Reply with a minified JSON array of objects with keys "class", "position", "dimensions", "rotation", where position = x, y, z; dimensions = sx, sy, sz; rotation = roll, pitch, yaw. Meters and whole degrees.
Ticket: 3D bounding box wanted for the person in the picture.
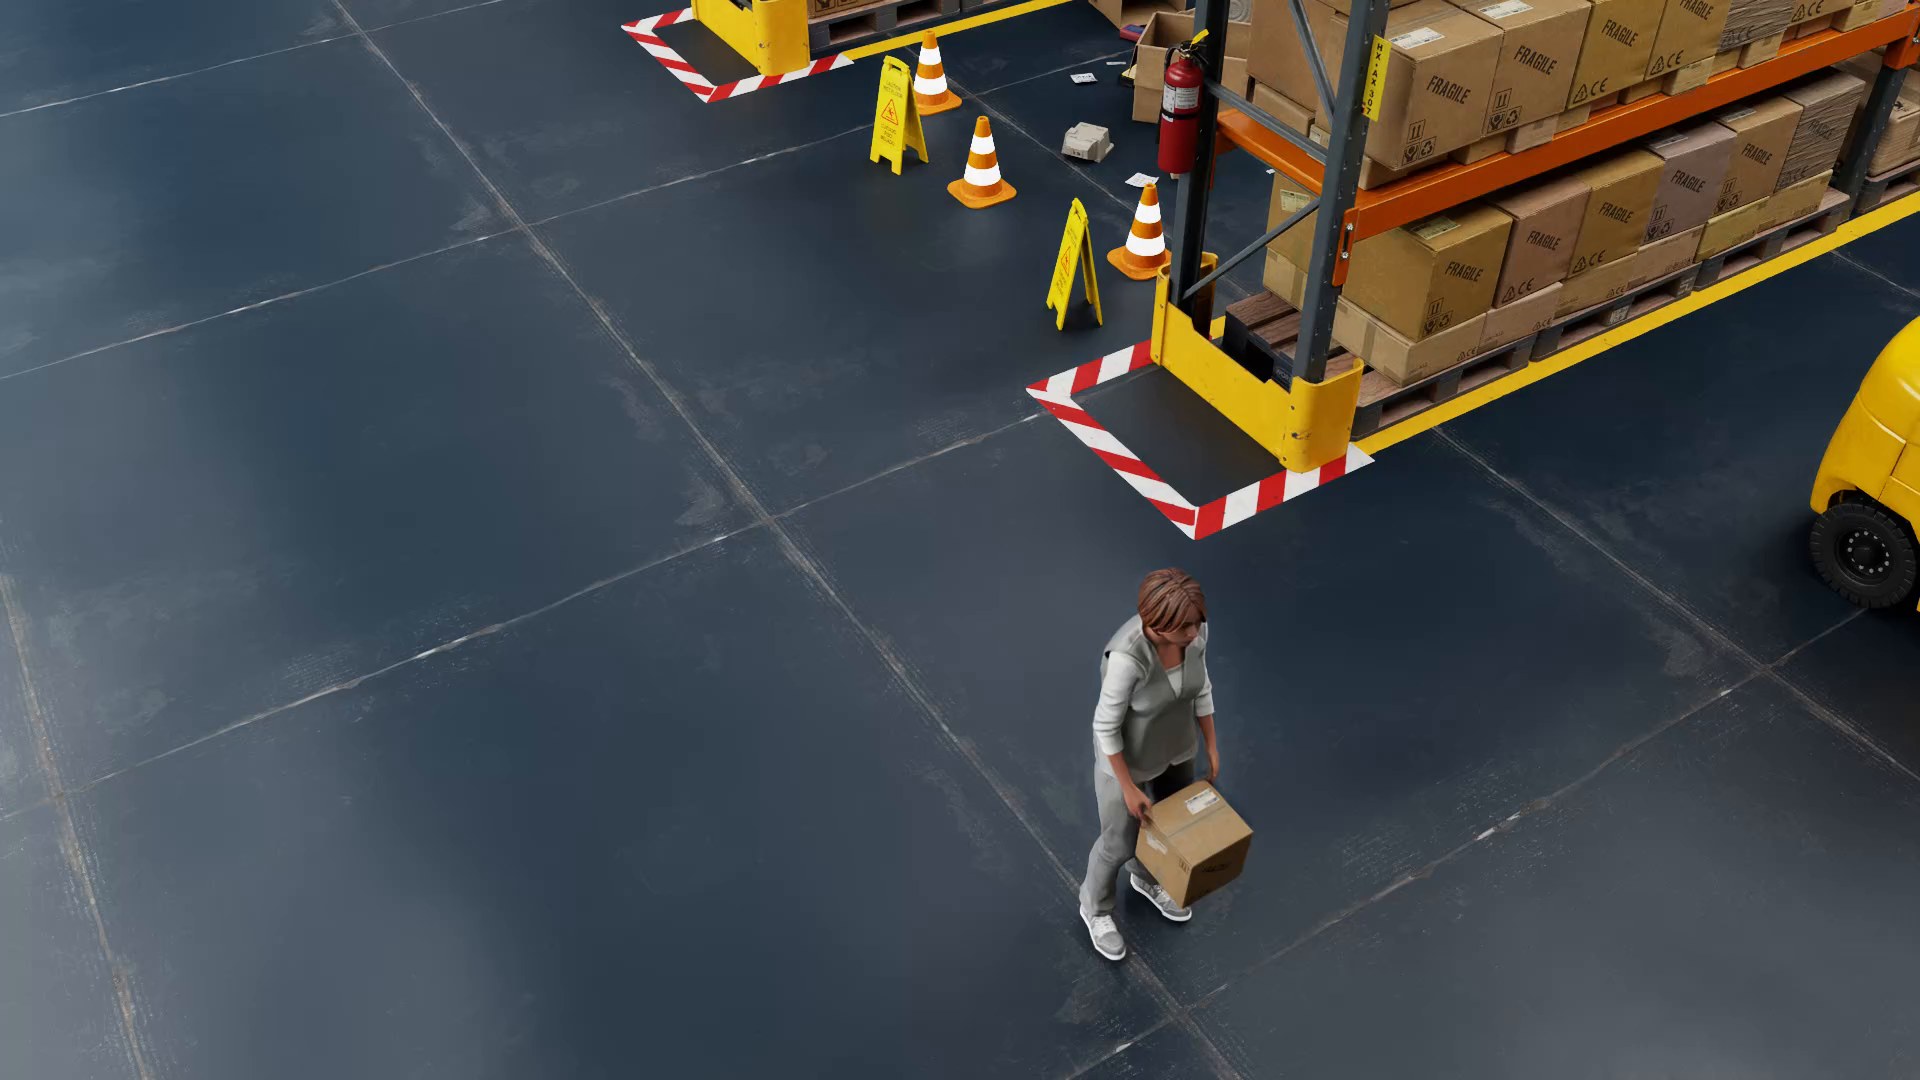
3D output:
[{"class":"person","position":[0.614,0.698,5.367],"dimensions":[0.447,1.600,0.347],"rotation":[-24,47,-25]}]
